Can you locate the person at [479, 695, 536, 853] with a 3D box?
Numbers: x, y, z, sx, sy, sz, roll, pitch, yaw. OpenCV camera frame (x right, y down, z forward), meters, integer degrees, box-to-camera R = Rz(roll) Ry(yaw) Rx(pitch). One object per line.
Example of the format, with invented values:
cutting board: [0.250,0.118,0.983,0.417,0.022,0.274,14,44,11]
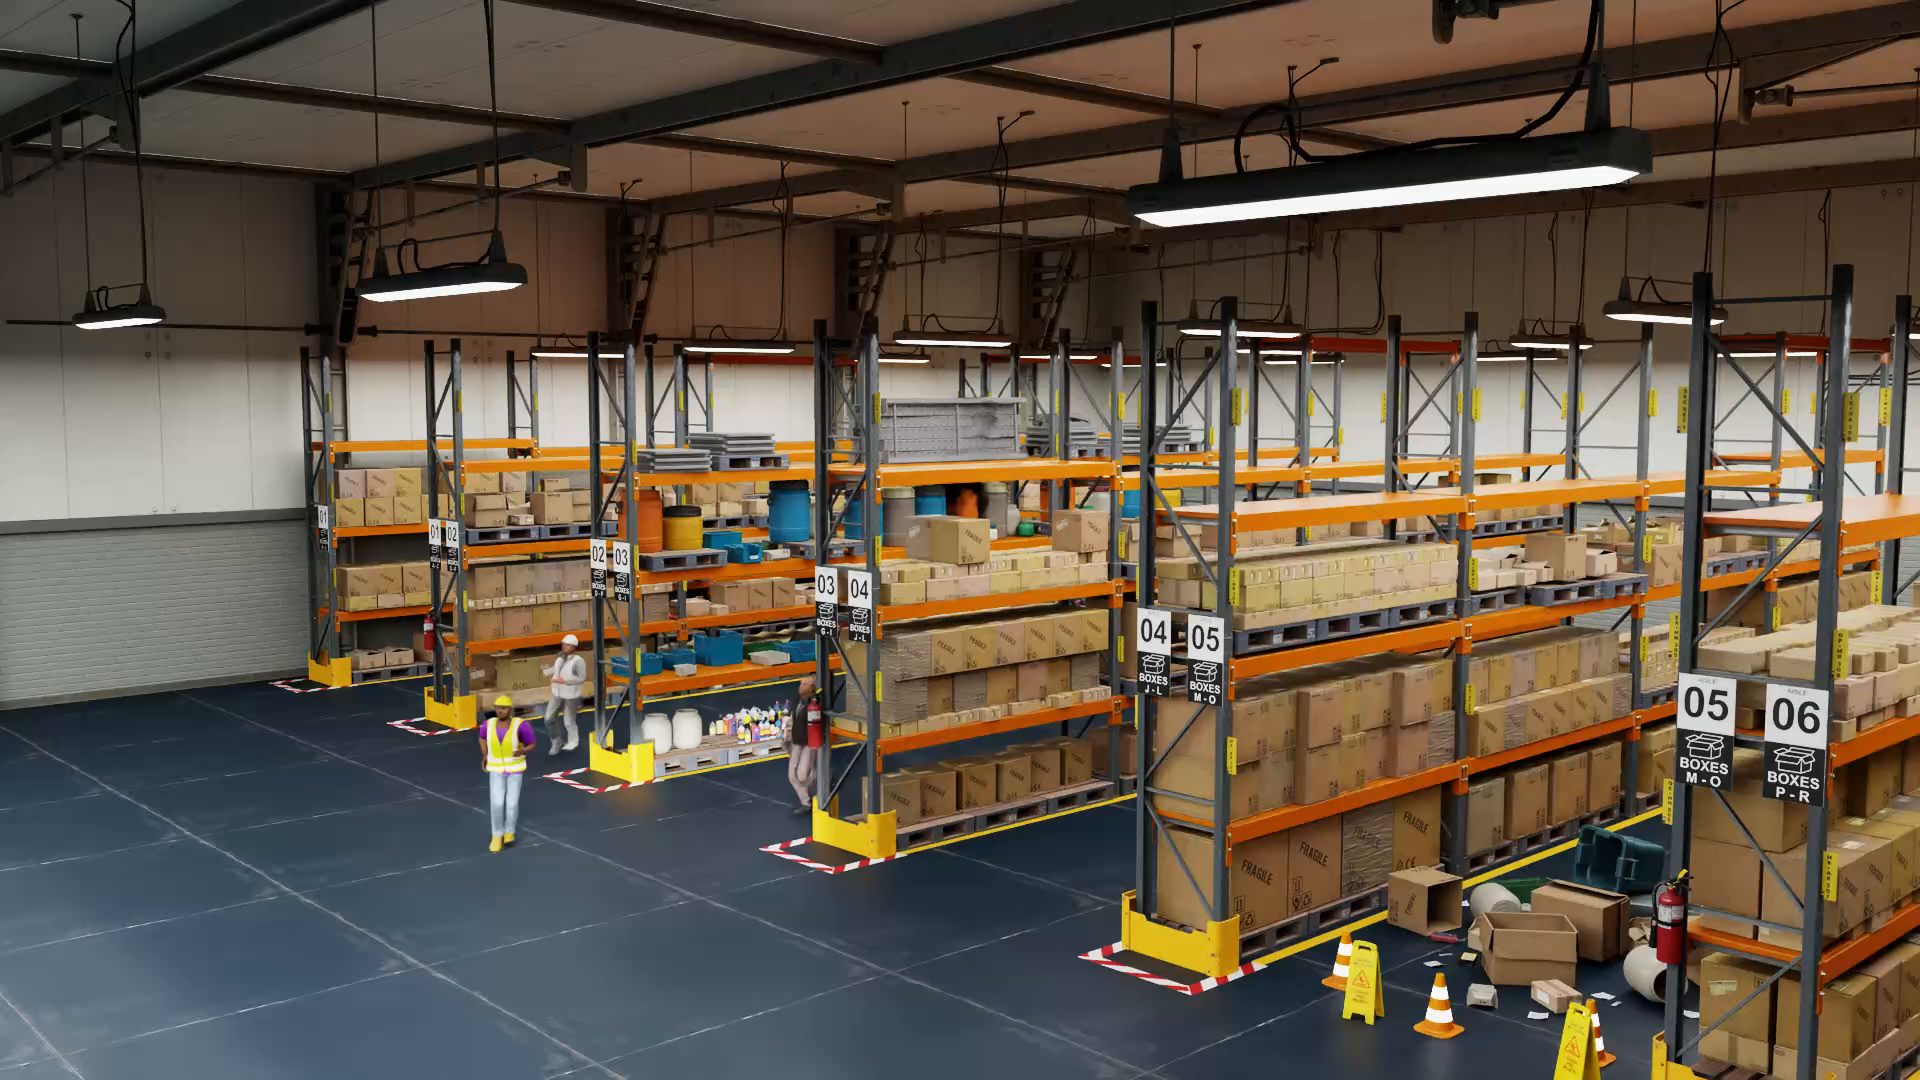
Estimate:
person: [-5.130,2.649,18.828,0.663,1.802,0.722,-1,5,-9]

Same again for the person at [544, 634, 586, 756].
person: [-5.564,2.222,23.739,0.656,1.794,0.650,2,6,25]

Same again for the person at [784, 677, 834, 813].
person: [-1.864,2.530,20.552,0.572,1.682,0.701,-5,7,-44]
